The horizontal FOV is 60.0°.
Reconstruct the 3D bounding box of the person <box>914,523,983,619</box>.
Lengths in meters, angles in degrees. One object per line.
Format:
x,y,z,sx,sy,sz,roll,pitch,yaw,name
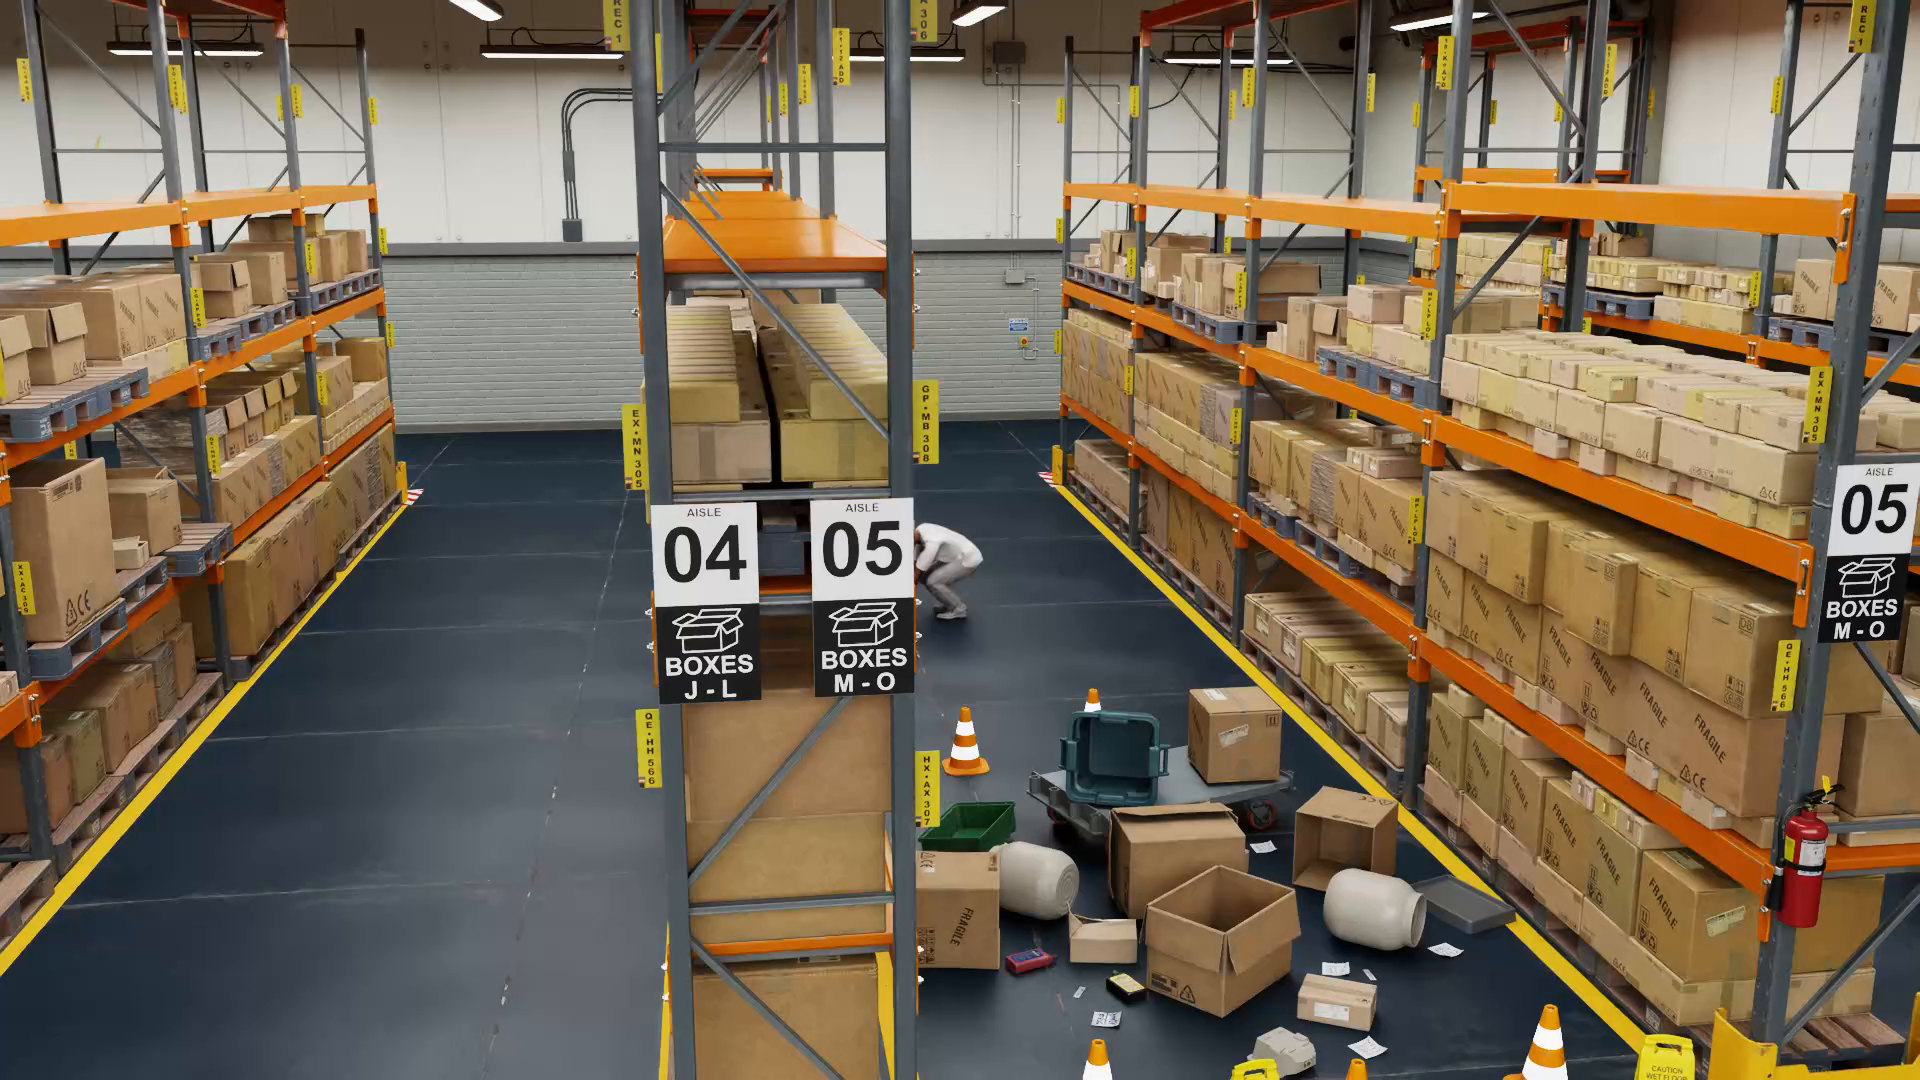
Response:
-0.234,0.270,16.461,0.918,1.008,0.534,-2,13,-10,person
